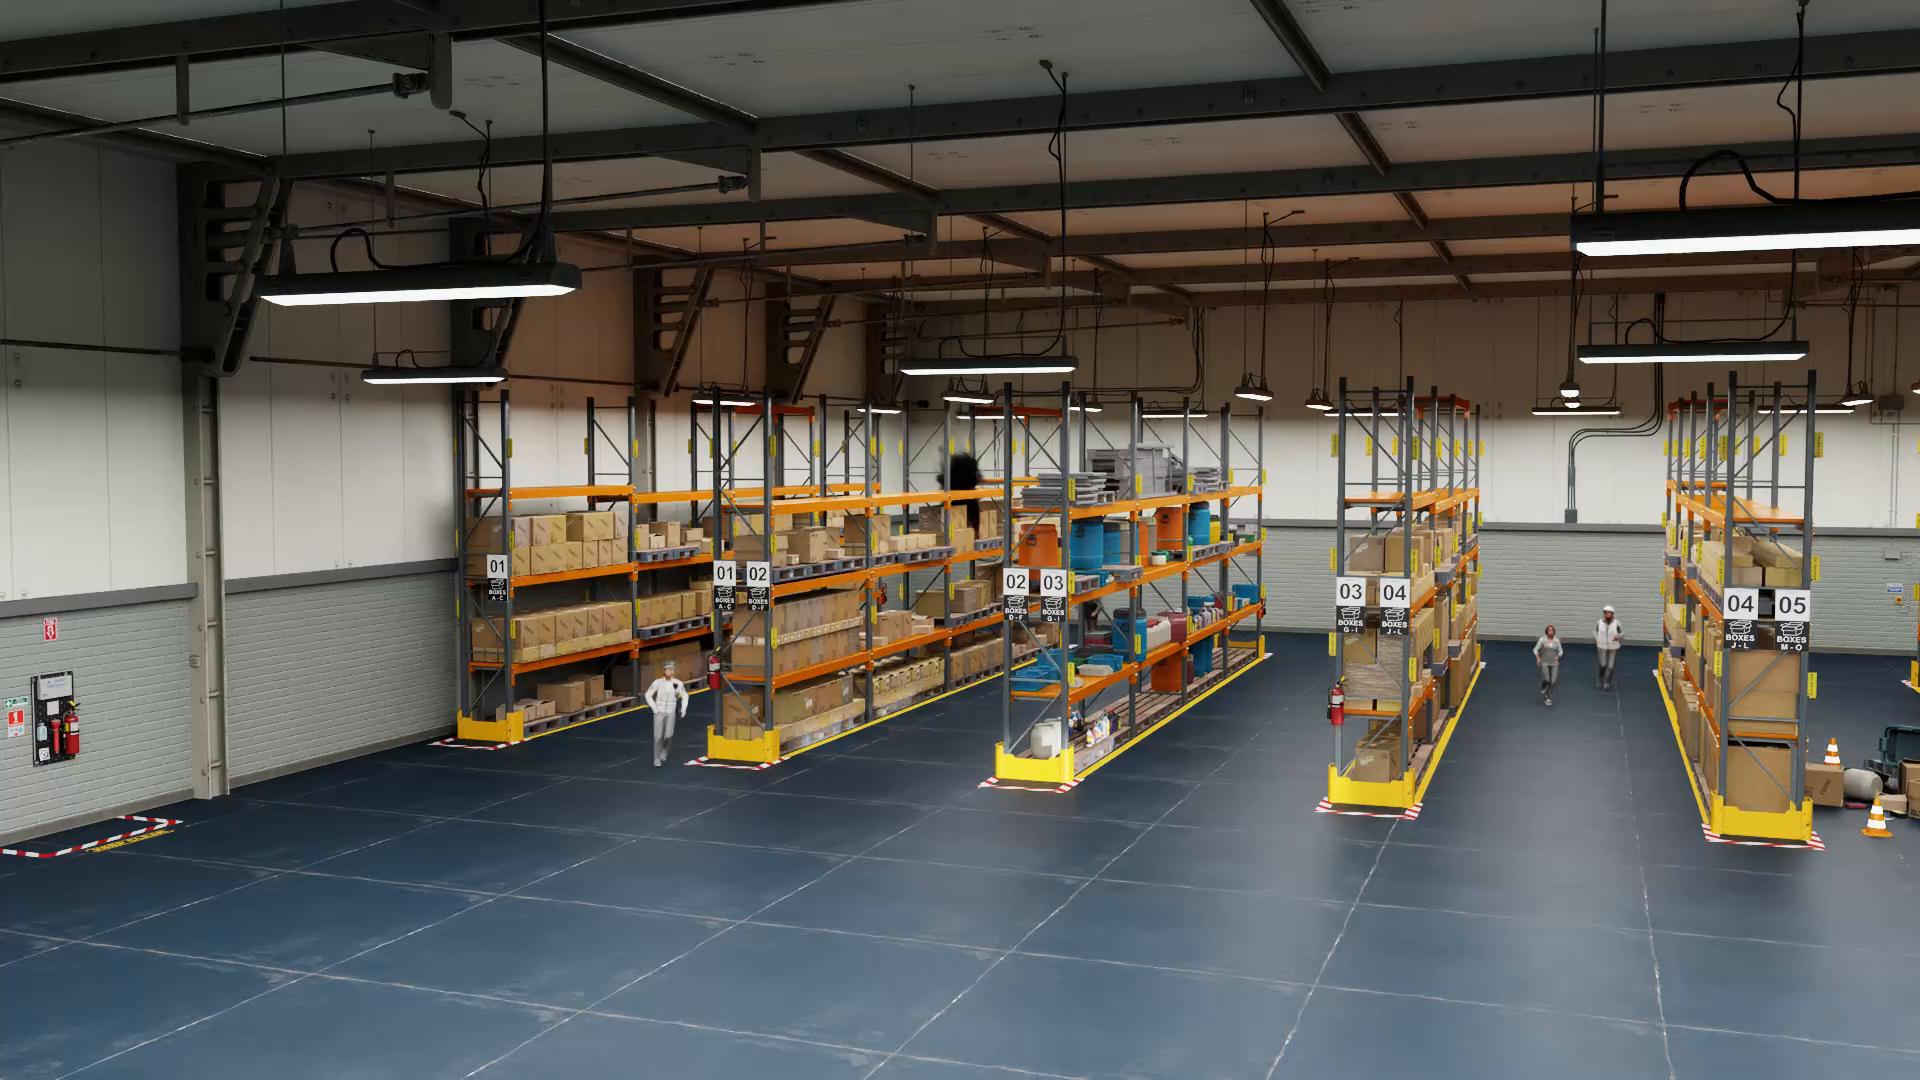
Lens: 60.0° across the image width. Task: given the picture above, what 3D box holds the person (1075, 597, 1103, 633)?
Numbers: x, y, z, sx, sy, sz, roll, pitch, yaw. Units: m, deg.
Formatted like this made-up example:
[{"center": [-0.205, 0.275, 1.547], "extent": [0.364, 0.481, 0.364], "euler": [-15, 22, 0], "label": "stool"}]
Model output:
[{"center": [2.917, 1.811, 37.811], "extent": [0.650, 1.688, 0.587], "euler": [1, 3, 15], "label": "person"}]

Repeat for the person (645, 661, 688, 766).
[{"center": [-4.623, 2.739, 26.259], "extent": [0.690, 1.650, 0.471], "euler": [-1, 3, -13], "label": "person"}]

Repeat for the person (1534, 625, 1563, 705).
[{"center": [11.490, 2.552, 32.434], "extent": [0.533, 1.337, 0.541], "euler": [0, 3, 8], "label": "person"}]

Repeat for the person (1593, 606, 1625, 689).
[{"center": [13.400, 2.231, 34.359], "extent": [0.639, 1.744, 0.645], "euler": [1, 3, 23], "label": "person"}]
